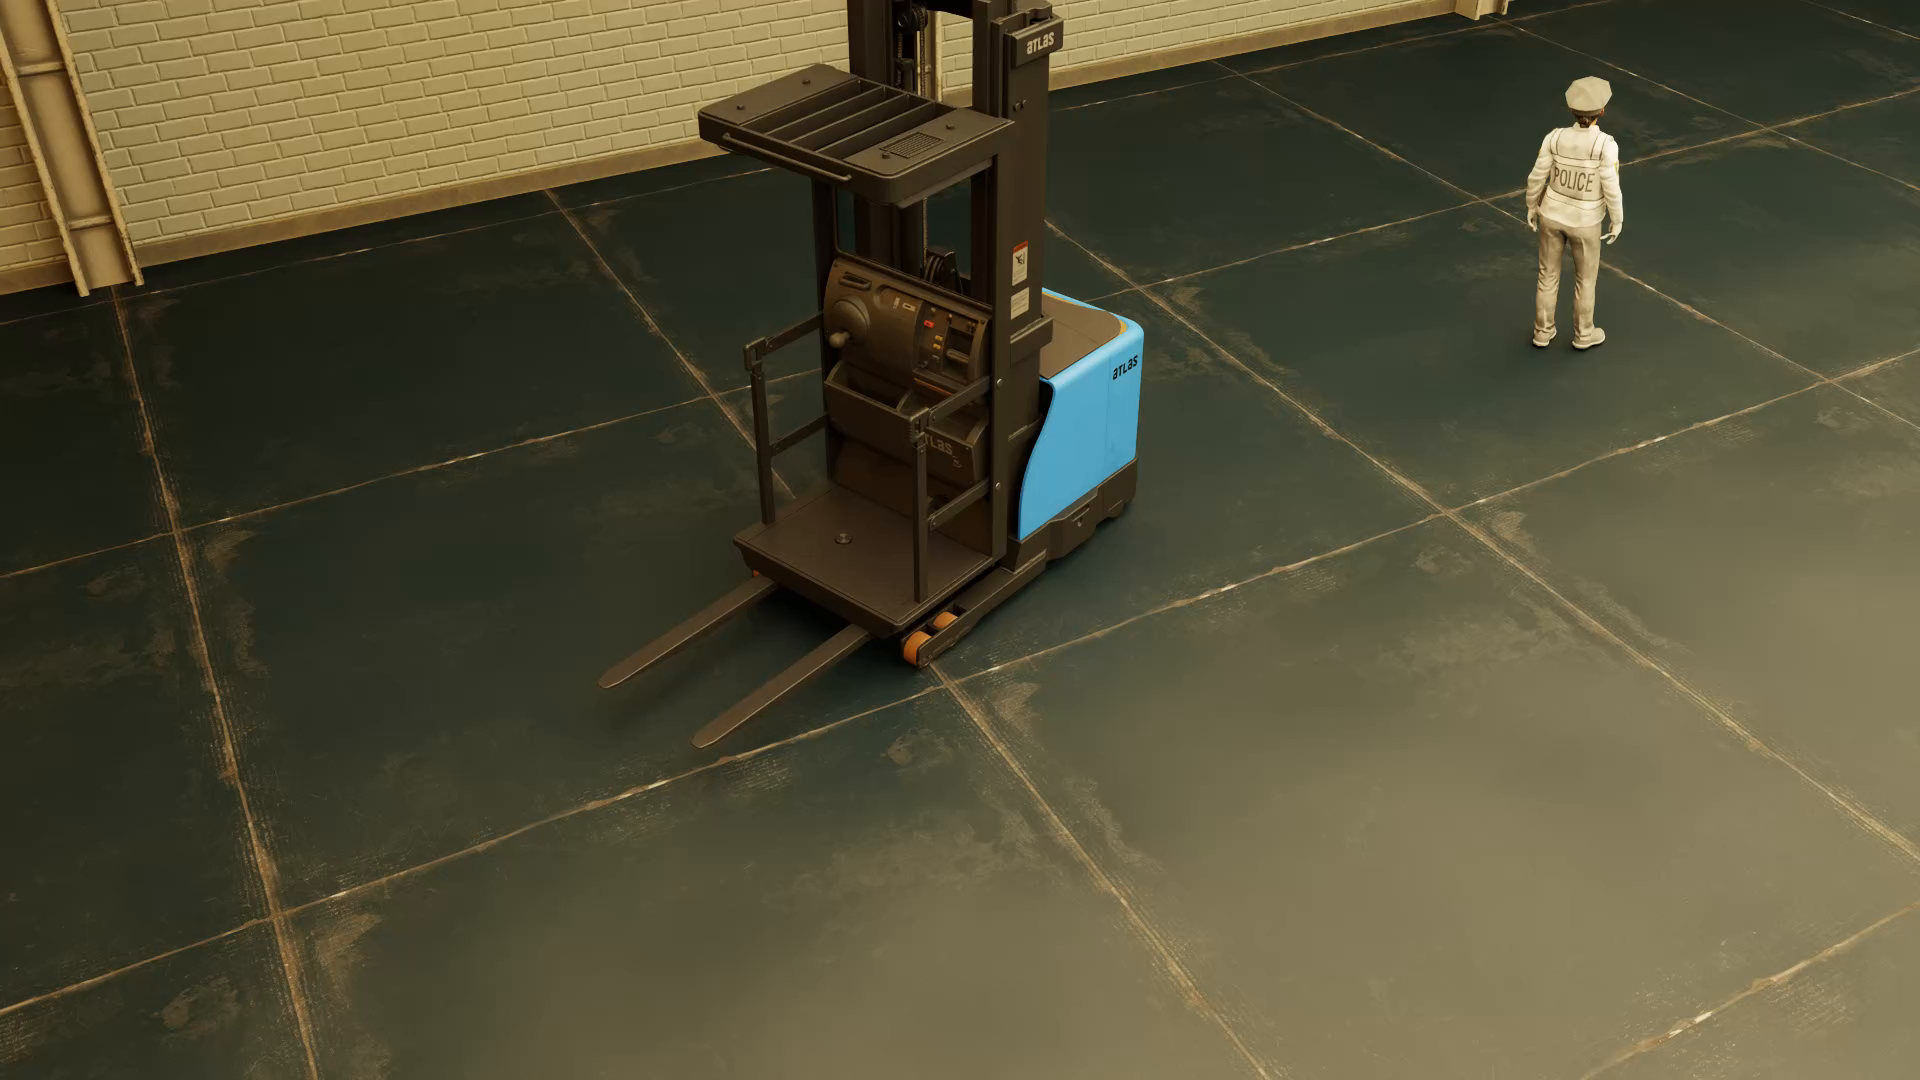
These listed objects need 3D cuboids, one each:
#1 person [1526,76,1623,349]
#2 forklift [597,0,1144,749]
[{"bbox_3d":[3.675,-1.943,9.931,0.588,1.696,0.532,23,41,29],"label":"person"},{"bbox_3d":[-0.390,-0.927,7.434,1.130,2.935,3.031,26,43,31],"label":"forklift"}]
